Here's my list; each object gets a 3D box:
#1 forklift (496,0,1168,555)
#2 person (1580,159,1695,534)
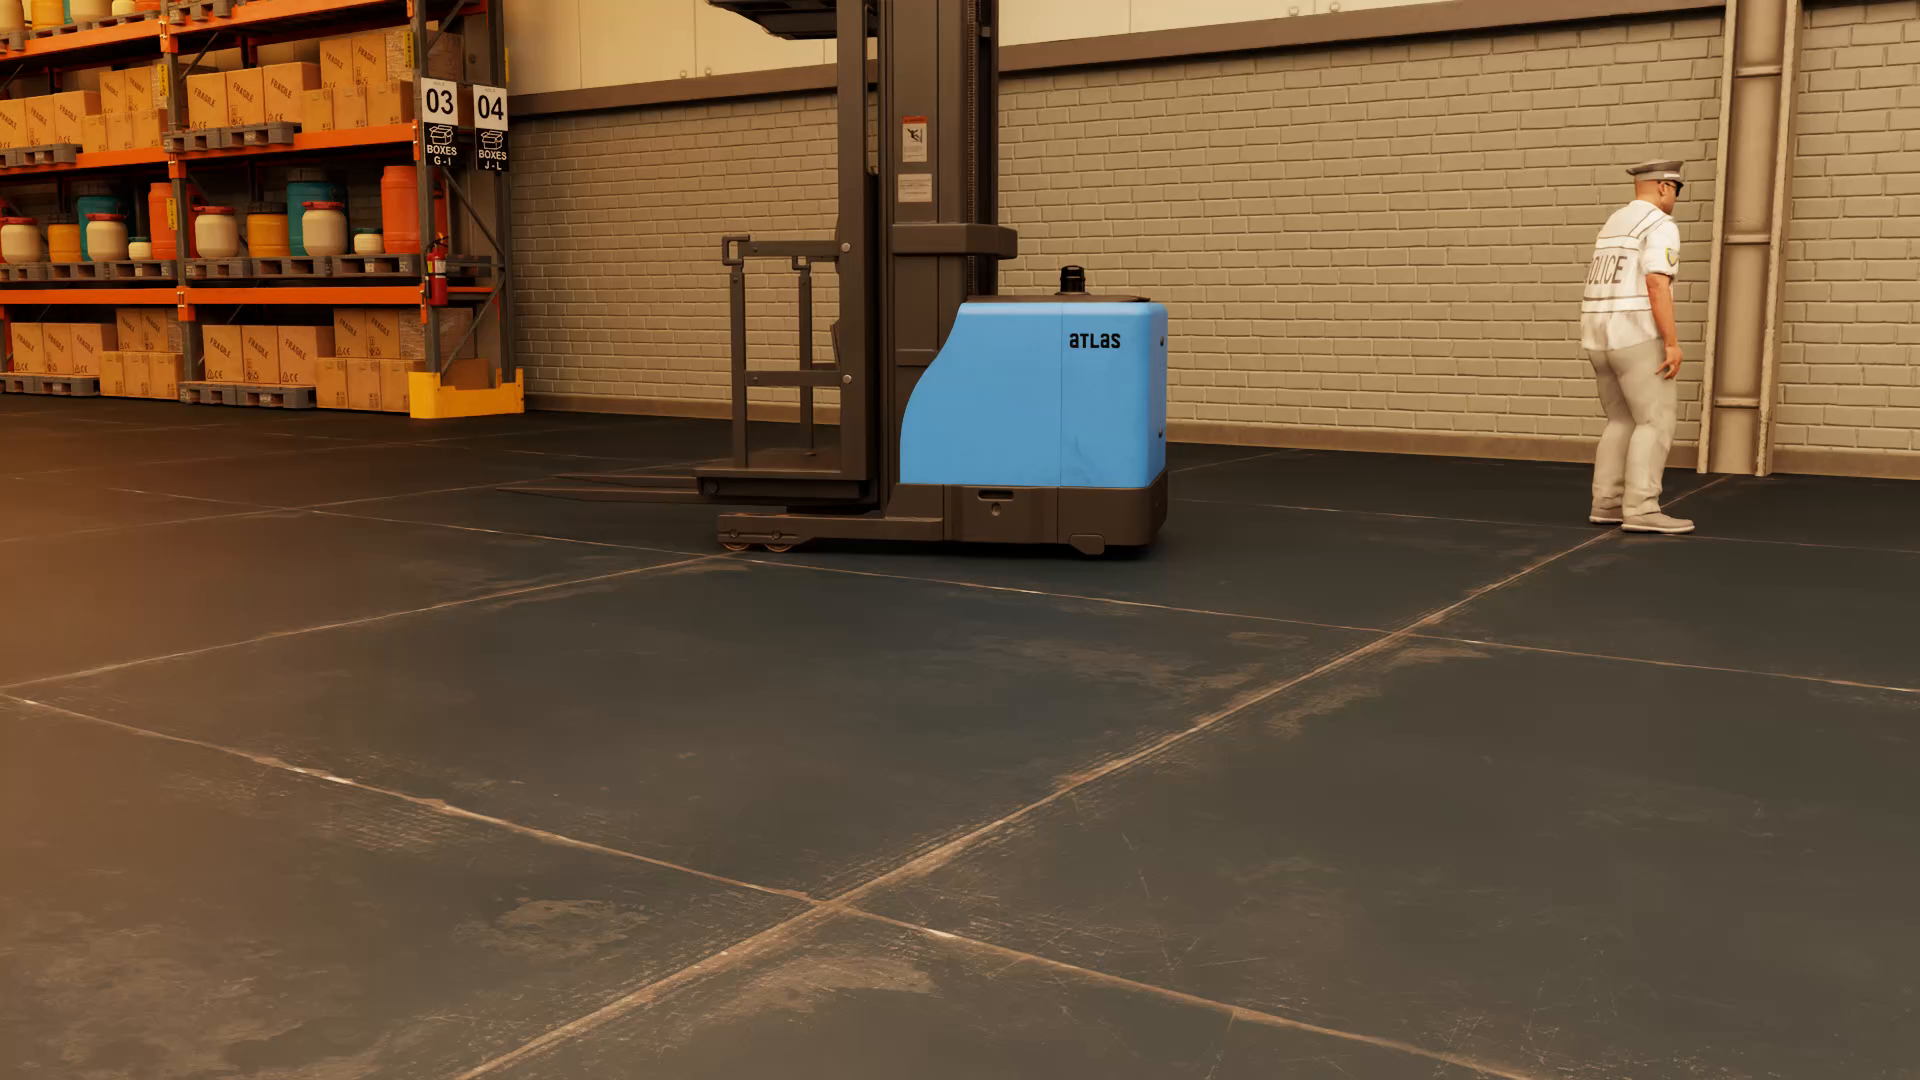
[{"bbox_3d":[-0.596,-1.469,7.520,3.031,2.935,1.130,2,8,12],"label":"forklift"},{"bbox_3d":[3.214,-0.929,7.927,0.443,1.746,0.595,-1,8,-9],"label":"person"}]
